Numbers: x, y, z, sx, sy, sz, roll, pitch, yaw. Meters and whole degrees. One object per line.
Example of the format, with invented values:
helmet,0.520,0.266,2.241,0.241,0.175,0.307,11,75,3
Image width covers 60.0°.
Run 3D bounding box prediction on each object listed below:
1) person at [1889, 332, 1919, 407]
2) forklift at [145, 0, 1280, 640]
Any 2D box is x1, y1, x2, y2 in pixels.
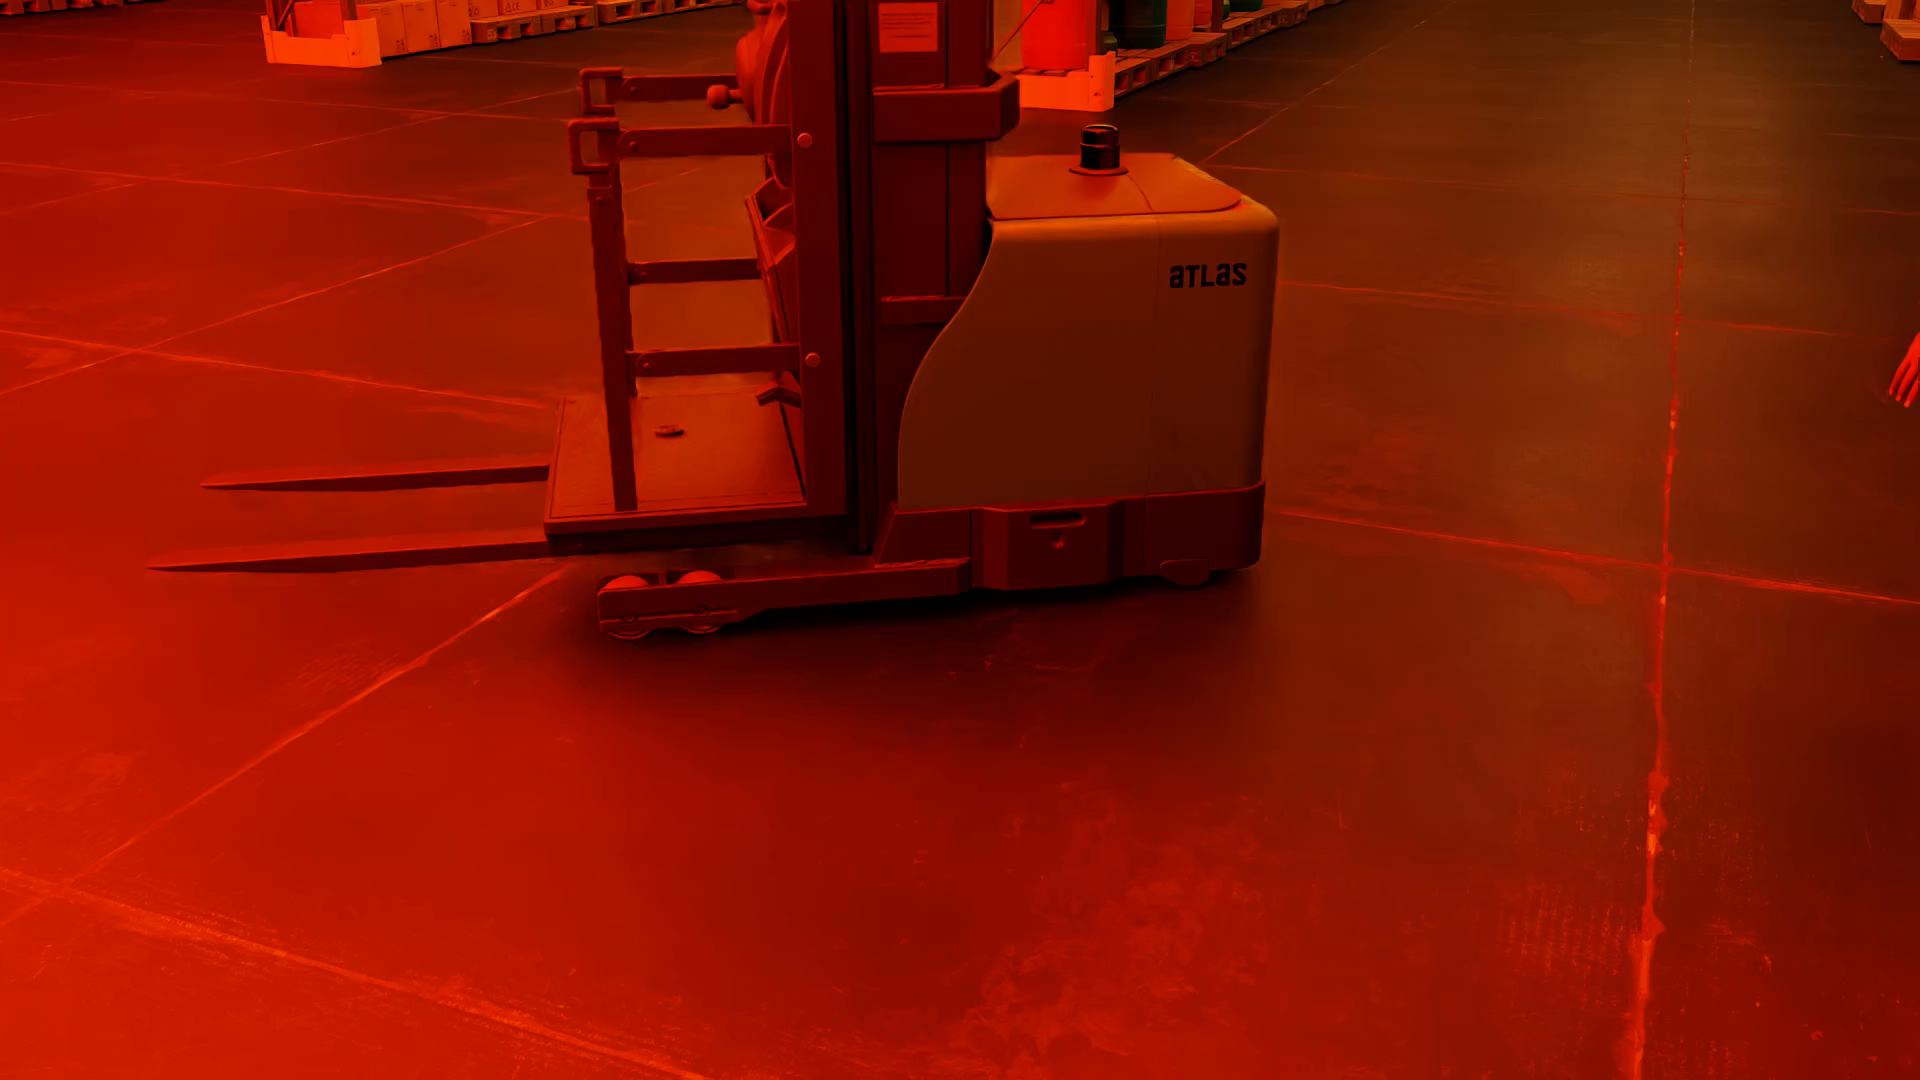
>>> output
person,2.588,-0.271,3.579,0.850,1.639,0.831,-6,23,-13
forklift,-0.700,-1.306,4.417,3.031,2.935,1.130,-4,23,-9
